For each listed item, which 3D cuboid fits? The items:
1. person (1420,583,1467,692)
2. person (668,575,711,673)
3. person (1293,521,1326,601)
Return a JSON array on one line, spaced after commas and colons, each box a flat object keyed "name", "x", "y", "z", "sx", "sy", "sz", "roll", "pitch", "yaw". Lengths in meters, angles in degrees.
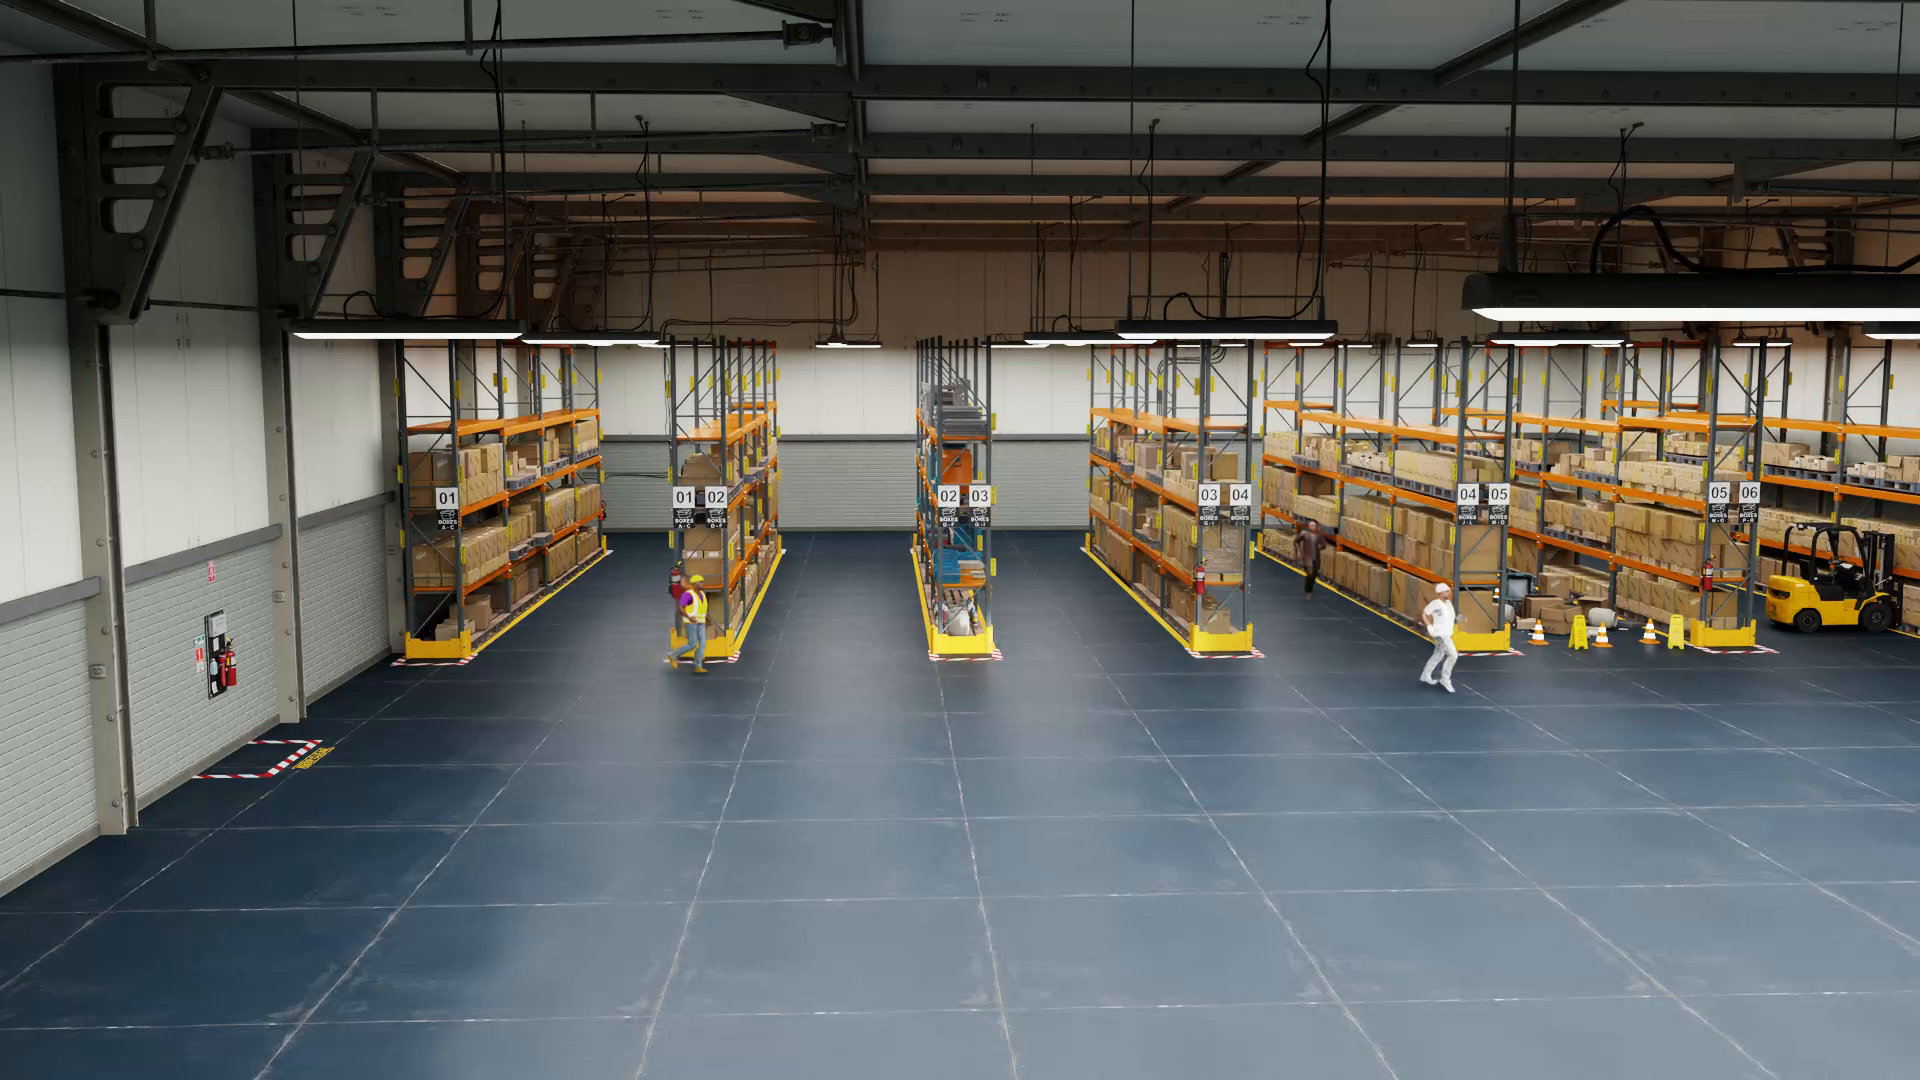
[{"name": "person", "x": 8.176, "y": 1.646, "z": 28.163, "sx": 0.766, "sy": 1.843, "sz": 0.663, "roll": 4, "pitch": 8, "yaw": 31}, {"name": "person", "x": -4.739, "y": 1.488, "z": 29.790, "sx": 0.805, "sy": 1.729, "sz": 0.755, "roll": 4, "pitch": 7, "yaw": 29}, {"name": "person", "x": 8.112, "y": 0.485, "z": 38.420, "sx": 0.667, "sy": 1.843, "sz": 0.822, "roll": -1, "pitch": 7, "yaw": -10}]
